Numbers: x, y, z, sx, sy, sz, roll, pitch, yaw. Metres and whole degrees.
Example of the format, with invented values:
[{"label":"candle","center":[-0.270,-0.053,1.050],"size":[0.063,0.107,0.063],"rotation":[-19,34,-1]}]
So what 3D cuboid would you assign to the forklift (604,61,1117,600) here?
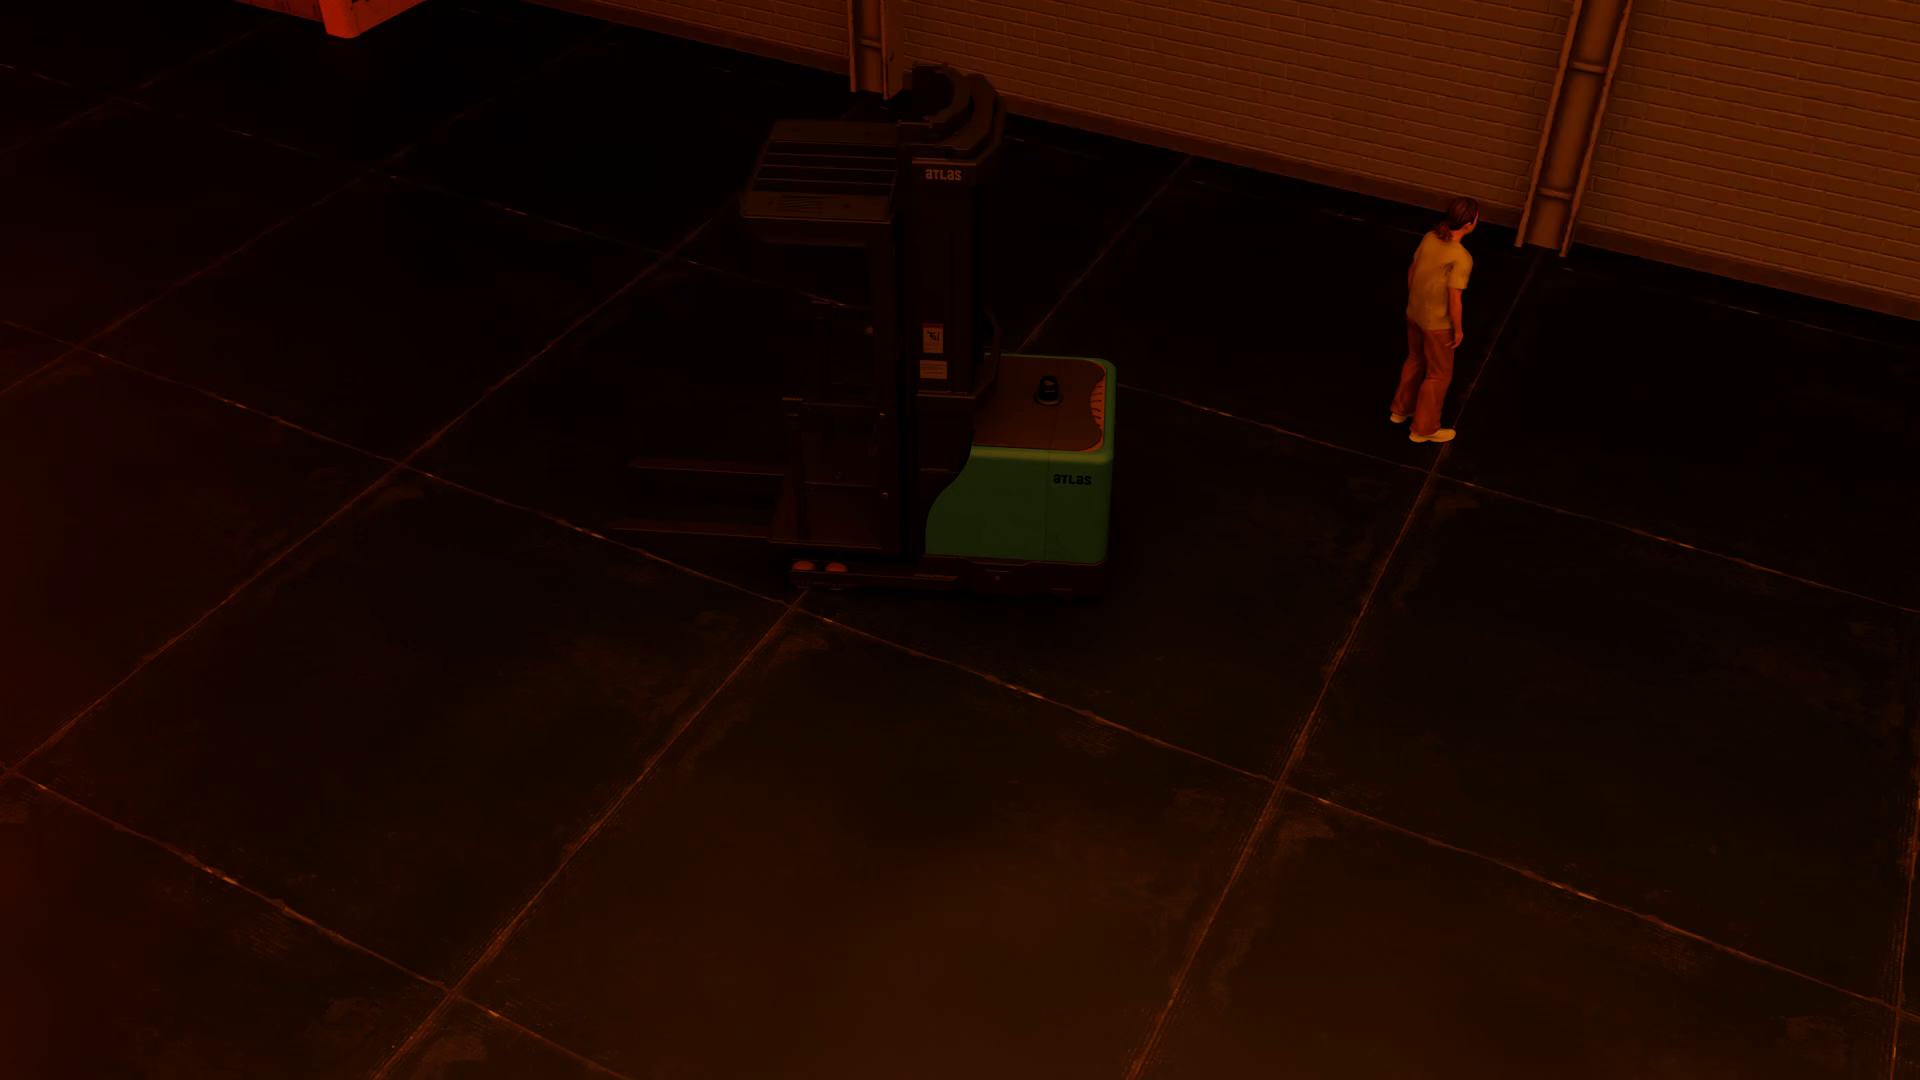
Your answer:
[{"label":"forklift","center":[-0.606,-1.157,9.360],"size":[3.031,2.935,1.130],"rotation":[3,40,4]}]

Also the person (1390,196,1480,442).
[{"label":"person","center":[3.052,-1.419,10.649],"size":[0.360,1.672,0.521],"rotation":[-15,42,-17]}]
